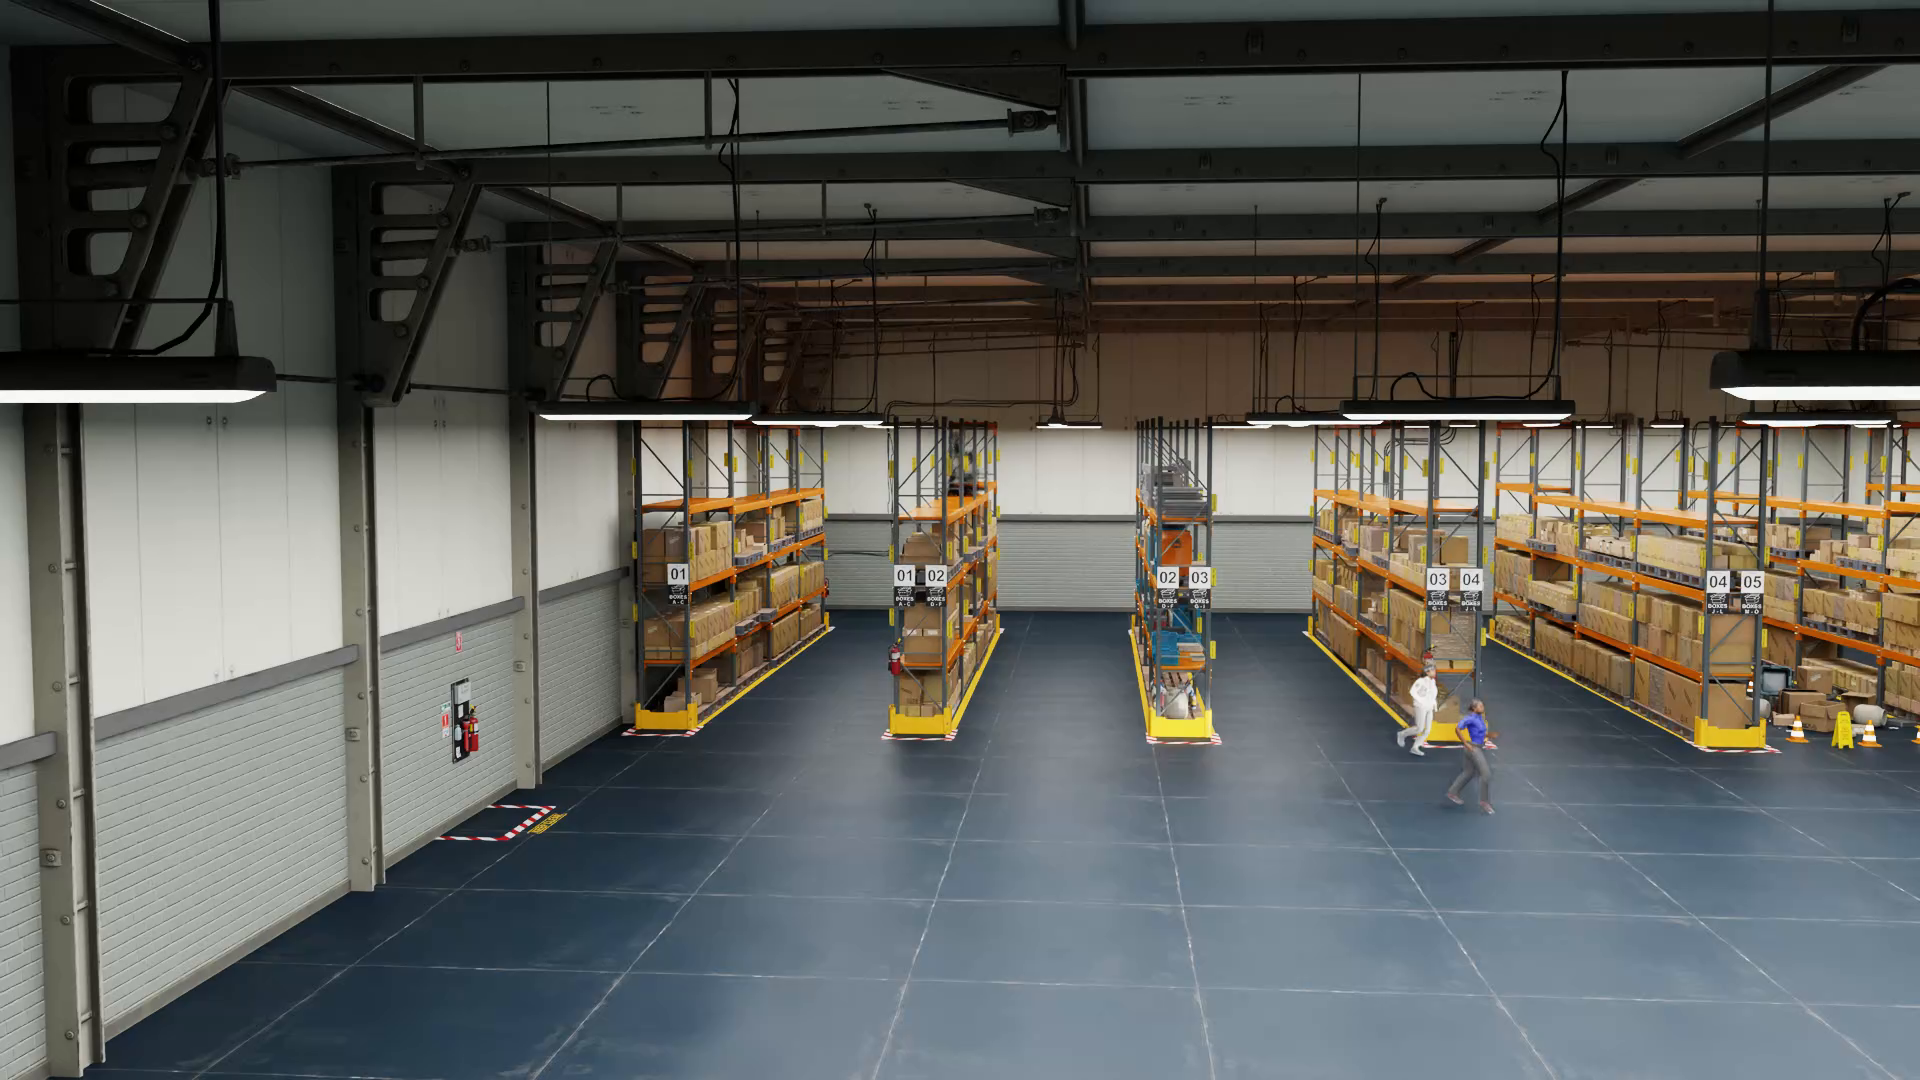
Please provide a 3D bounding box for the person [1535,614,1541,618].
[{"bbox_3d":[16.555,1.727,47.054,1.002,1.774,0.659,0,4,1],"label":"person"}]

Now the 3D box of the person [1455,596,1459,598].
[{"bbox_3d":[13.534,1.833,46.583,0.888,1.719,0.717,3,5,34],"label":"person"}]

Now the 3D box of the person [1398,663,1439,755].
[{"bbox_3d":[8.231,2.985,29.697,0.662,1.612,0.590,-3,5,-34],"label":"person"}]

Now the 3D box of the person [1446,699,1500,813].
[{"bbox_3d":[7.767,3.257,25.186,0.783,1.720,0.555,2,4,26],"label":"person"}]

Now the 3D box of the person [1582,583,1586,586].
[{"bbox_3d":[16.635,1.992,44.295,0.580,1.711,0.838,0,4,3],"label":"person"}]
